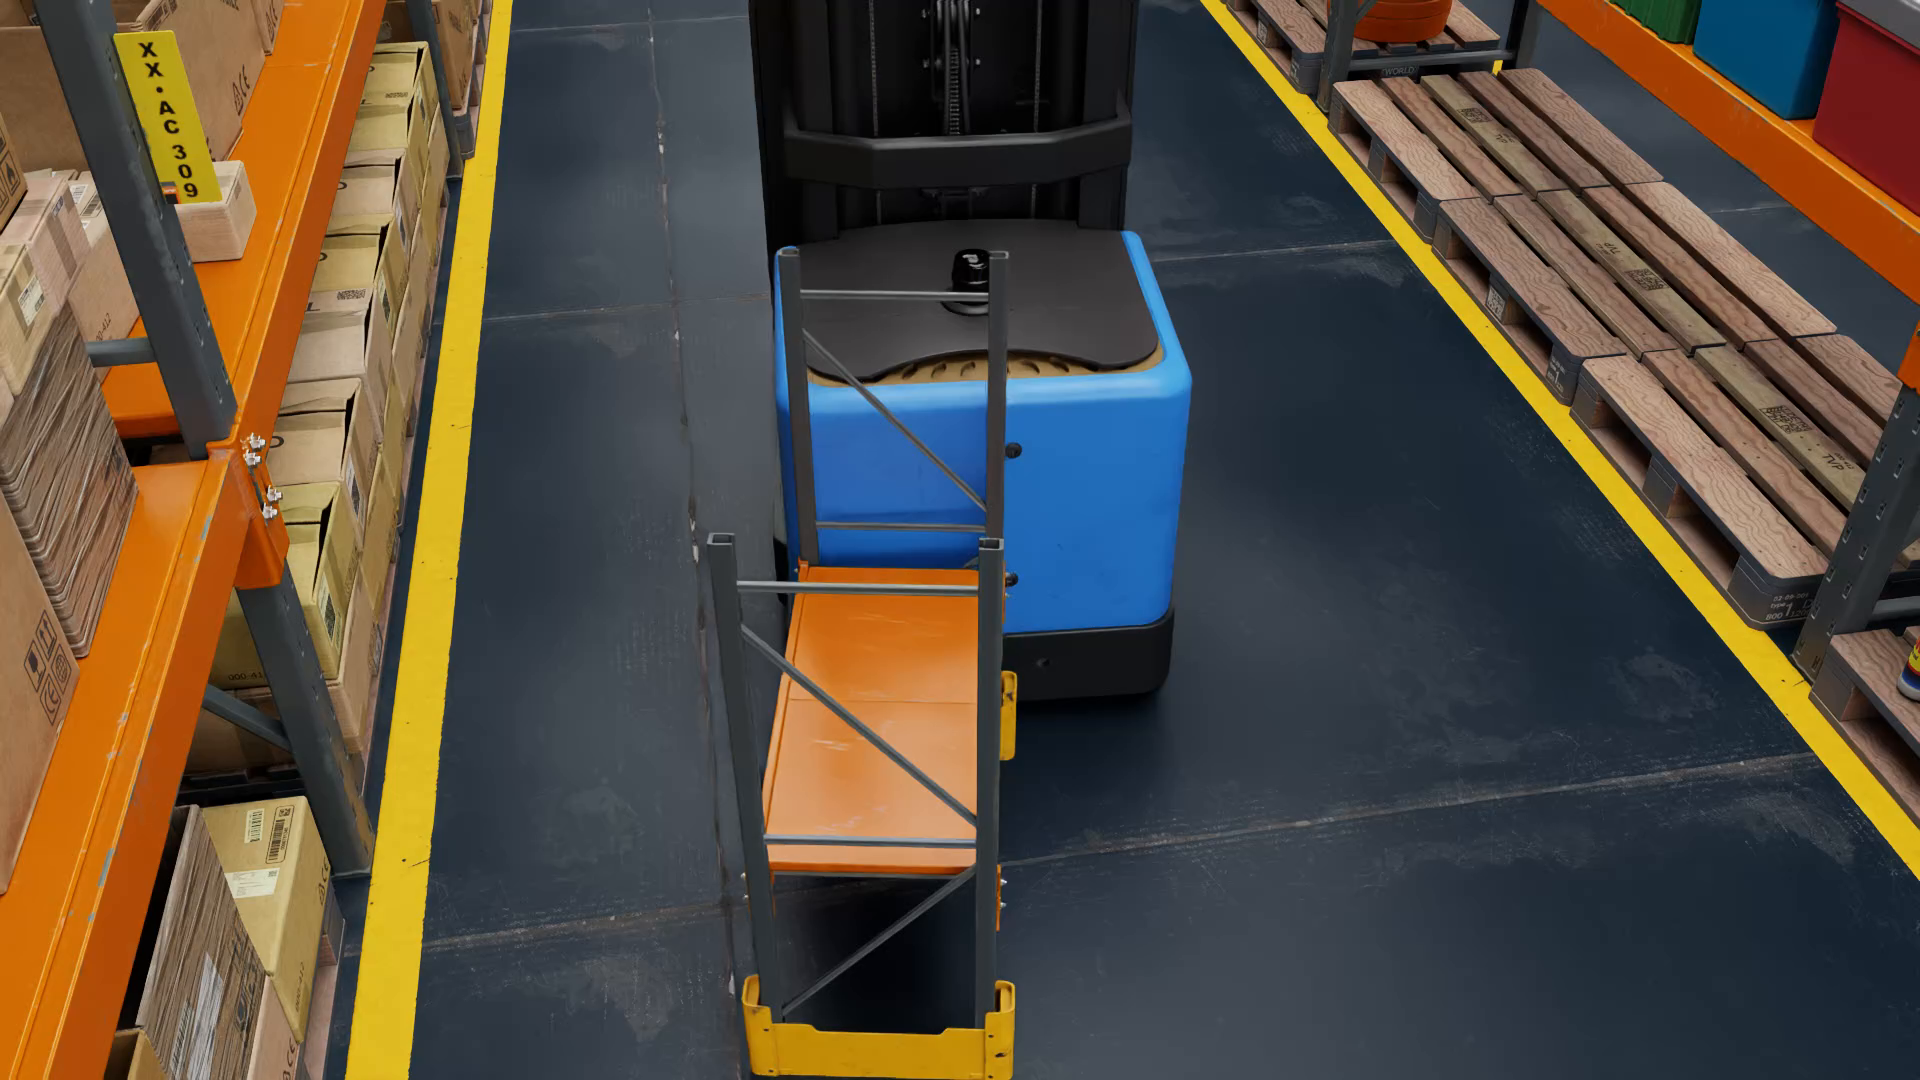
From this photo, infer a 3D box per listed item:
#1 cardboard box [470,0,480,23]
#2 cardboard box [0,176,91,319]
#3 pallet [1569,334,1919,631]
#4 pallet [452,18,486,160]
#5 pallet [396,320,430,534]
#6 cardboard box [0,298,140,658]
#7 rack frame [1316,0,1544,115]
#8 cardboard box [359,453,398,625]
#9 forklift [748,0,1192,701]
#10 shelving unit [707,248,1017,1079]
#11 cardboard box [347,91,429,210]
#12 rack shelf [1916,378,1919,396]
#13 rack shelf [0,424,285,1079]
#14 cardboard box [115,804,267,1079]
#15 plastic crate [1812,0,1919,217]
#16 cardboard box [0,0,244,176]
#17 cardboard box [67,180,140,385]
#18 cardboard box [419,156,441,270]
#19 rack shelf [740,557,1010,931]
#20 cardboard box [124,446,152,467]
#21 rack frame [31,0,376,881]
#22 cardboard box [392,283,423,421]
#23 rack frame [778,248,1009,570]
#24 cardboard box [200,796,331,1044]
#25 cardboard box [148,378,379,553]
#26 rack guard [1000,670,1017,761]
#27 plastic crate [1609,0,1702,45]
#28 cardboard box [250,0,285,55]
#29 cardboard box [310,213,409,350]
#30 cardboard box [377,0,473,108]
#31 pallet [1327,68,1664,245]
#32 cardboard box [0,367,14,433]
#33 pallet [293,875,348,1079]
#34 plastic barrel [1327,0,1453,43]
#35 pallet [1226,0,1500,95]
[{"bbox_3d":[-2.658,-2.855,8.158,0.500,0.500,0.500,-7,38,-9],"label":"cardboard box"},{"bbox_3d":[-1.720,-0.482,2.815,0.380,0.149,0.250,-6,38,-8],"label":"cardboard box"},{"bbox_3d":[2.723,-0.227,5.370,1.003,0.211,1.213,-6,38,-8],"label":"pallet"},{"bbox_3d":[-2.773,-2.097,7.777,1.003,0.211,1.213,-6,38,-8],"label":"pallet"},{"bbox_3d":[-2.363,-0.405,5.599,1.003,0.211,1.213,-6,38,-8],"label":"pallet"},{"bbox_3d":[-1.894,-0.099,2.851,0.700,0.500,0.500,-7,38,-9],"label":"cardboard box"},{"bbox_3d":[2.198,-3.274,7.019,1.000,3.000,0.127,-6,38,-8],"label":"rack frame"},{"bbox_3d":[-1.894,0.014,4.686,0.500,0.250,0.500,-5,38,-7],"label":"cardboard box"},{"bbox_3d":[-0.069,-1.577,4.891,1.130,2.935,3.031,-3,38,-4],"label":"forklift"},{"bbox_3d":[-0.159,0.277,3.671,0.587,1.500,1.083,1,38,1],"label":"shelving unit"},{"bbox_3d":[-2.248,-1.442,6.102,0.500,0.311,0.500,-7,38,-9],"label":"cardboard box"},{"bbox_3d":[3.249,0.634,2.575,1.077,0.370,4.000,-6,38,-8],"label":"rack shelf"},{"bbox_3d":[-1.628,1.165,1.892,1.077,0.370,4.000,-6,38,-8],"label":"rack shelf"},{"bbox_3d":[-1.606,0.857,2.990,0.500,0.500,0.500,-6,38,-8],"label":"cardboard box"},{"bbox_3d":[2.513,-1.142,4.223,0.402,0.464,0.583,-6,38,-8],"label":"plastic crate"},{"bbox_3d":[-2.189,-1.150,4.204,0.500,0.500,0.500,-4,38,-5],"label":"cardboard box"},{"bbox_3d":[-2.108,-0.561,3.649,0.500,0.250,0.500,-4,38,-5],"label":"cardboard box"},{"bbox_3d":[-2.254,-1.221,6.275,0.500,0.250,0.500,-7,38,-8],"label":"cardboard box"},{"bbox_3d":[-0.160,0.425,3.774,0.538,0.185,1.000,1,38,1],"label":"rack shelf"},{"bbox_3d":[-2.429,-0.156,4.448,0.500,0.311,0.500,-5,38,-7],"label":"cardboard box"},{"bbox_3d":[-1.978,-0.327,3.226,1.000,3.000,0.127,-6,38,-8],"label":"rack frame"},{"bbox_3d":[-2.075,-0.606,5.484,0.500,0.250,0.500,-6,38,-7],"label":"cardboard box"},{"bbox_3d":[-0.144,-0.029,4.065,0.500,1.500,0.032,1,38,1],"label":"rack frame"},{"bbox_3d":[-1.682,0.849,3.611,0.500,0.250,0.500,-6,38,-8],"label":"cardboard box"},{"bbox_3d":[-1.888,-0.208,4.514,0.500,0.311,0.500,-7,38,-8],"label":"cardboard box"},{"bbox_3d":[-0.144,0.465,4.447,0.587,0.250,0.087,1,38,1],"label":"rack guard"},{"bbox_3d":[2.316,-1.795,5.289,0.450,0.188,0.662,-6,38,-8],"label":"plastic crate"},{"bbox_3d":[-2.369,-1.771,5.003,0.500,0.500,0.500,-8,39,-10],"label":"cardboard box"},{"bbox_3d":[-2.076,-0.833,5.320,0.500,0.311,0.500,-5,38,-7],"label":"cardboard box"},{"bbox_3d":[-2.478,-2.235,7.361,0.500,0.500,0.500,-5,38,-6],"label":"cardboard box"},{"bbox_3d":[2.295,-1.700,7.267,1.003,0.211,1.213,-6,38,-8],"label":"pallet"},{"bbox_3d":[-1.630,-0.174,2.419,0.380,0.149,0.250,-7,38,-9],"label":"cardboard box"},{"bbox_3d":[-1.880,1.259,3.457,1.003,0.211,1.213,-6,38,-8],"label":"pallet"},{"bbox_3d":[2.095,-2.876,7.934,0.600,0.830,0.708,-6,38,-8],"label":"plastic barrel"},{"bbox_3d":[2.018,-2.644,8.481,1.003,0.211,1.213,-6,38,-8],"label":"pallet"}]
